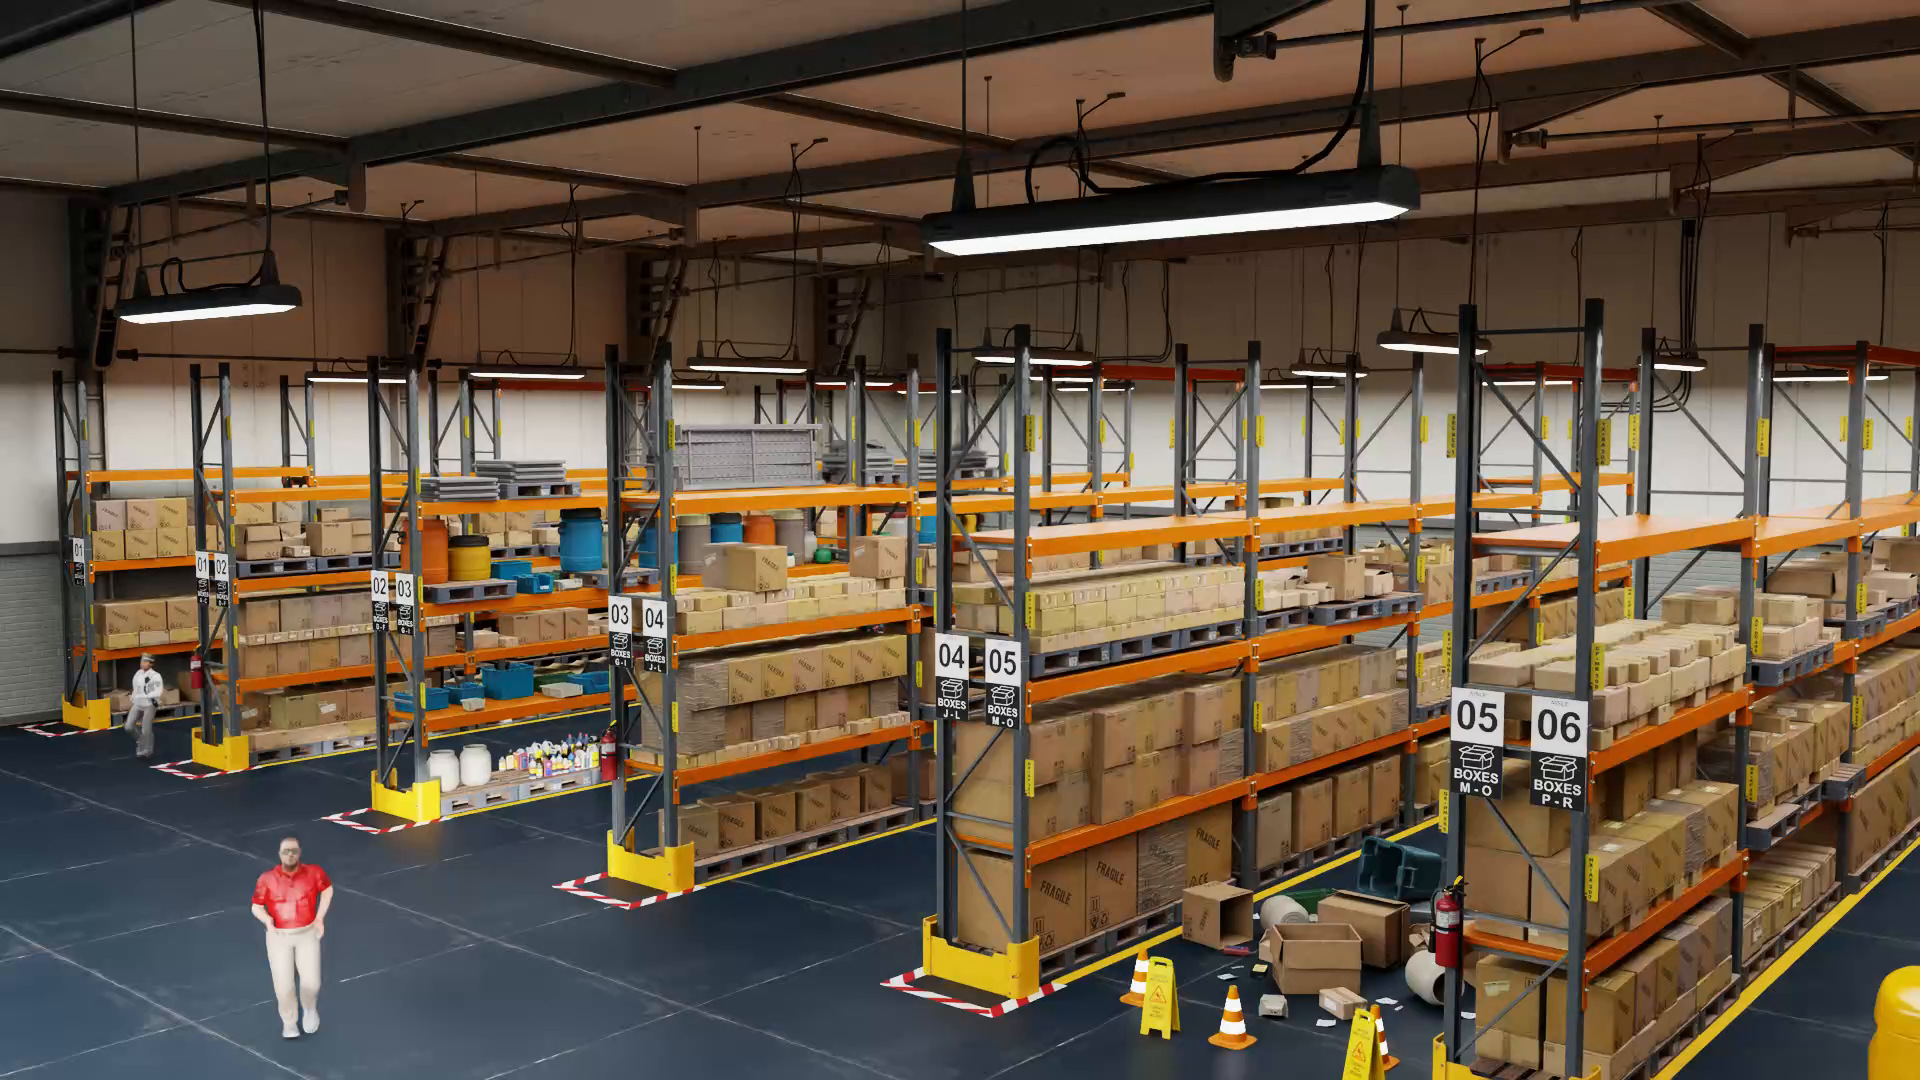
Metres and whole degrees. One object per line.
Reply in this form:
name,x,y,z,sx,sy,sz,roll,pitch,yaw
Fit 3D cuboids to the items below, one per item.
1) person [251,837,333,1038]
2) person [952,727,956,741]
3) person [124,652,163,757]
person,-5.530,3.322,13.798,0.633,1.691,0.612,-2,4,-22
person,0.015,2.447,25.427,0.711,1.804,0.946,4,6,43
person,-12.365,2.508,25.289,0.591,1.636,0.576,1,4,12
